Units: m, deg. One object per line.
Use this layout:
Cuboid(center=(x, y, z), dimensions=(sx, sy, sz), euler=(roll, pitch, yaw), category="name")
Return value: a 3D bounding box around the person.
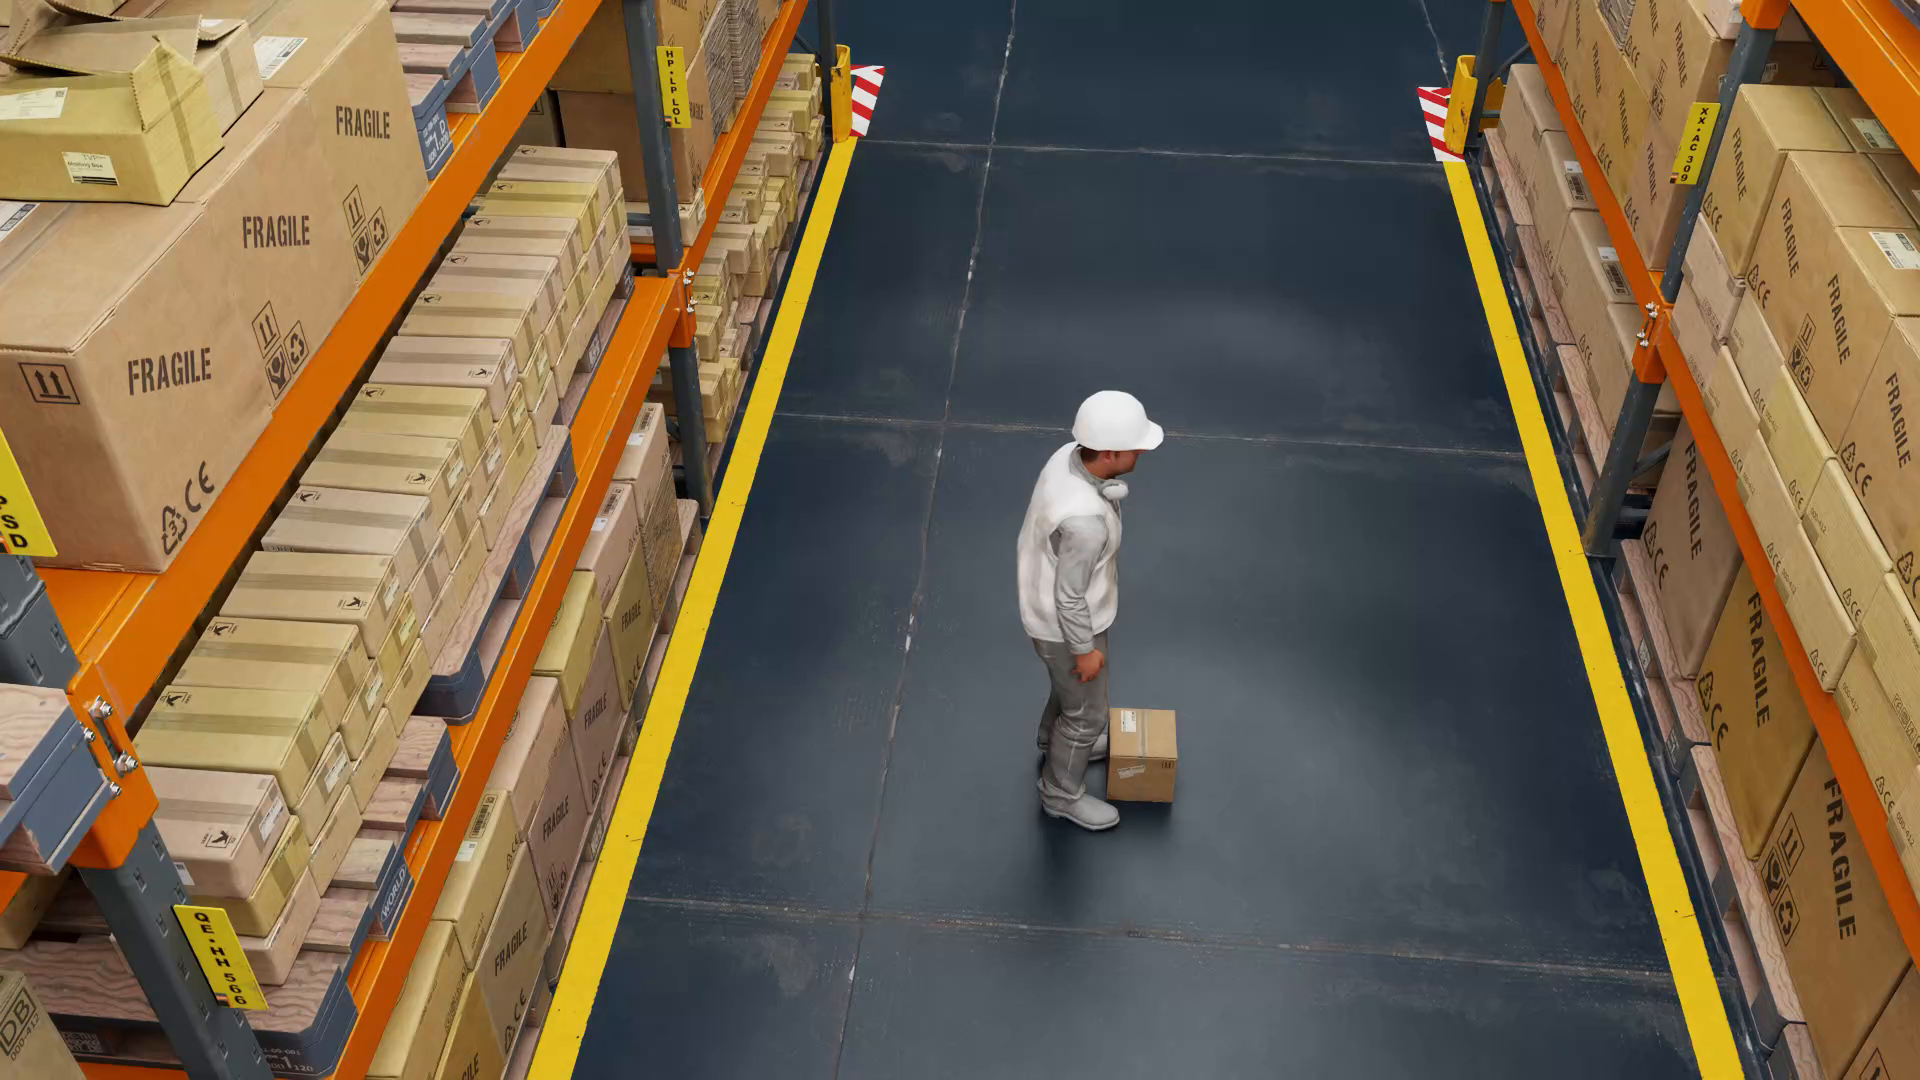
Cuboid(center=(0.426, 0.231, 5.859), dimensions=(0.463, 1.770, 0.577), euler=(3, 40, 3), category="person")
